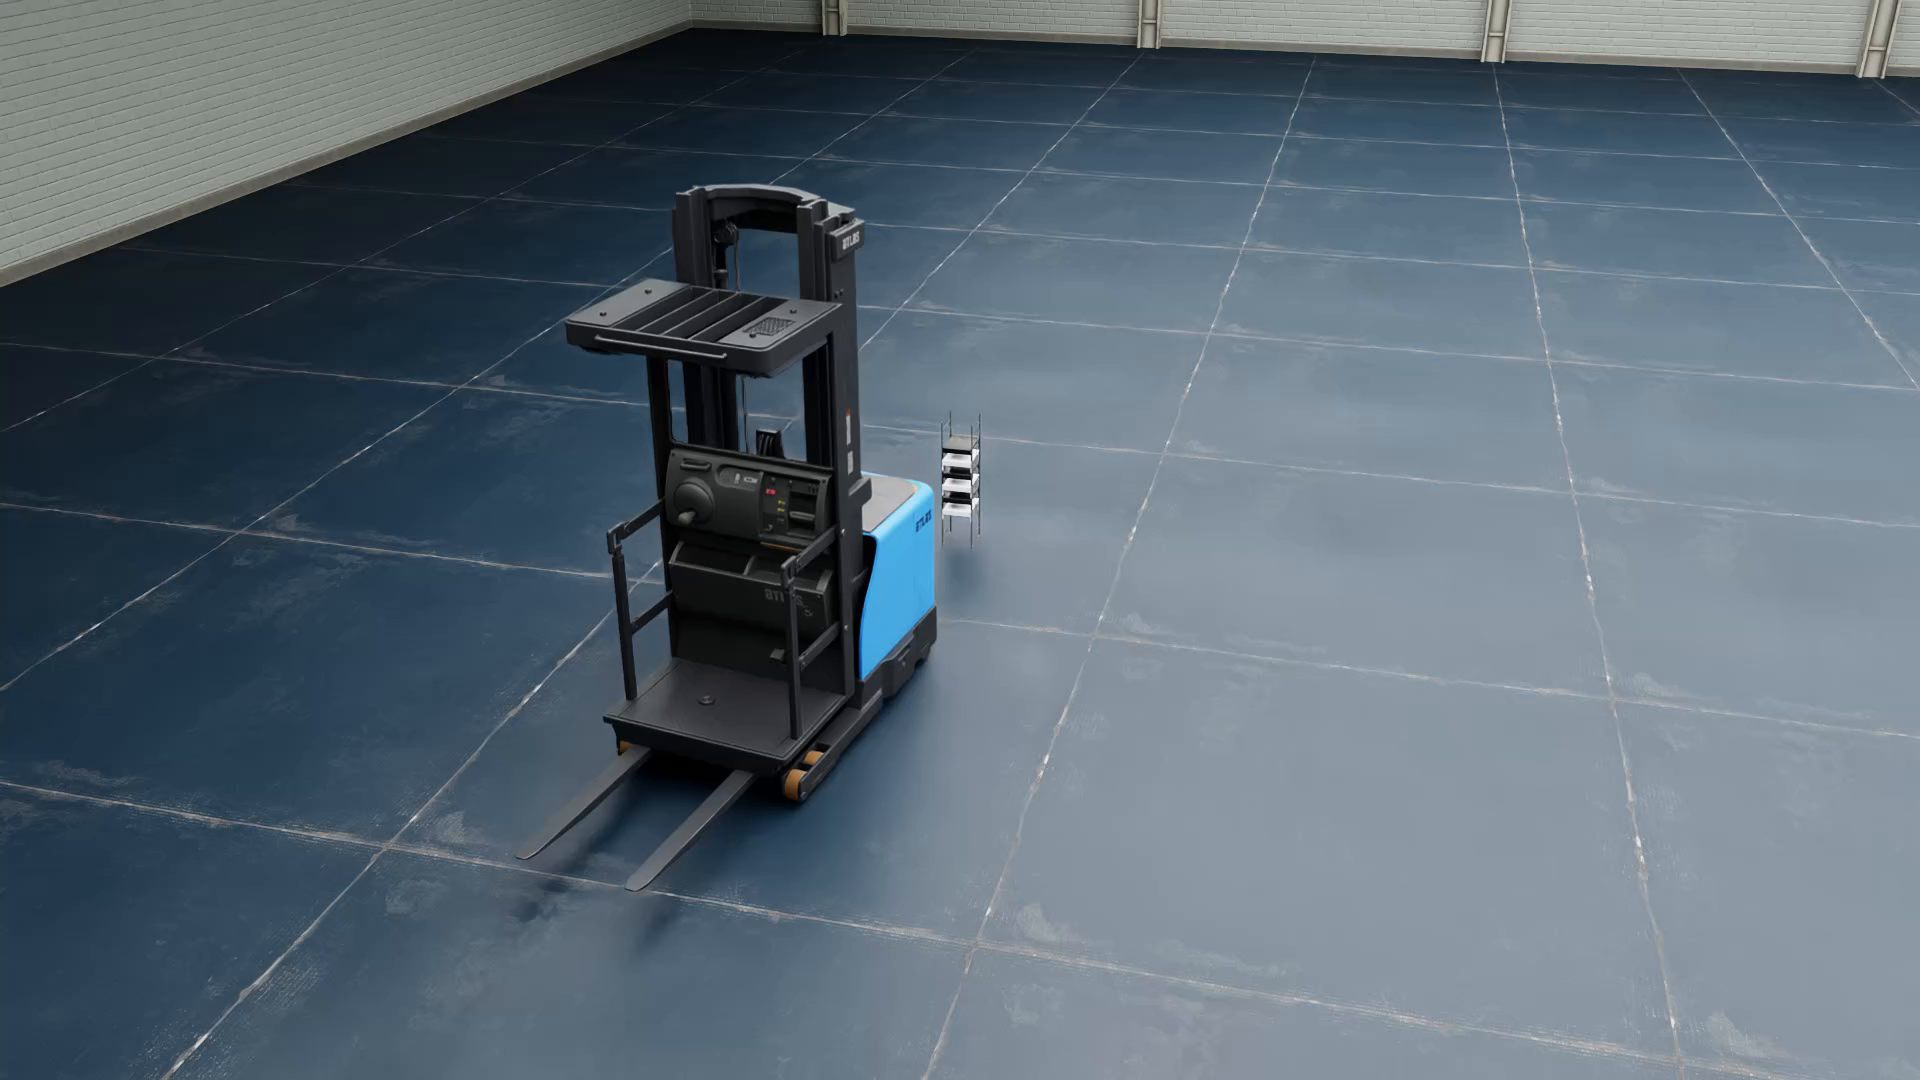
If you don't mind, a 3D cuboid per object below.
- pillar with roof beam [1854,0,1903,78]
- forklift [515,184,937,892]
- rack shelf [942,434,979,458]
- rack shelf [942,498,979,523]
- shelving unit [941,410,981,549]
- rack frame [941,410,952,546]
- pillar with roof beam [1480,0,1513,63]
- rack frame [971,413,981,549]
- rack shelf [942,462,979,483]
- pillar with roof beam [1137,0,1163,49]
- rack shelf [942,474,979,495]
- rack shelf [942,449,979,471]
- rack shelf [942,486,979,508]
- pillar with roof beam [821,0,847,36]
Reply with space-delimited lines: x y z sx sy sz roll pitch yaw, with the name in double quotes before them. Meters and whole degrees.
"pillar with roof beam" 13.987 -9.953 21.843 0.400 9.000 9.100 6 26 13
"forklift" -1.183 -0.183 8.381 1.130 2.935 3.031 10 27 21
"rack shelf" 0.008 -0.619 11.110 0.200 0.077 0.258 6 26 13
"rack shelf" 0.008 -0.213 11.303 0.200 0.077 0.258 6 26 13
"shelving unit" 0.008 -0.405 11.212 0.210 0.900 0.258 6 26 13
"rack frame" -0.091 -0.416 11.235 0.006 0.900 0.240 6 26 13
"pillar with roof beam" 8.176 -10.595 23.193 0.400 9.000 9.100 6 26 13
"rack frame" 0.106 -0.395 11.189 0.006 0.900 0.240 6 26 13
"rack shelf" 0.008 -0.457 11.187 0.200 0.077 0.258 6 26 13
"pillar with roof beam" 2.365 -11.237 24.542 0.400 9.000 9.100 6 26 13
"rack shelf" 0.008 -0.375 11.226 0.200 0.077 0.258 6 26 13
"rack shelf" 0.008 -0.538 11.149 0.200 0.077 0.258 6 26 13
"rack shelf" 0.008 -0.294 11.265 0.200 0.077 0.258 6 26 13
"pillar with roof beam" -3.446 -11.880 25.891 0.400 9.000 9.100 6 26 13
